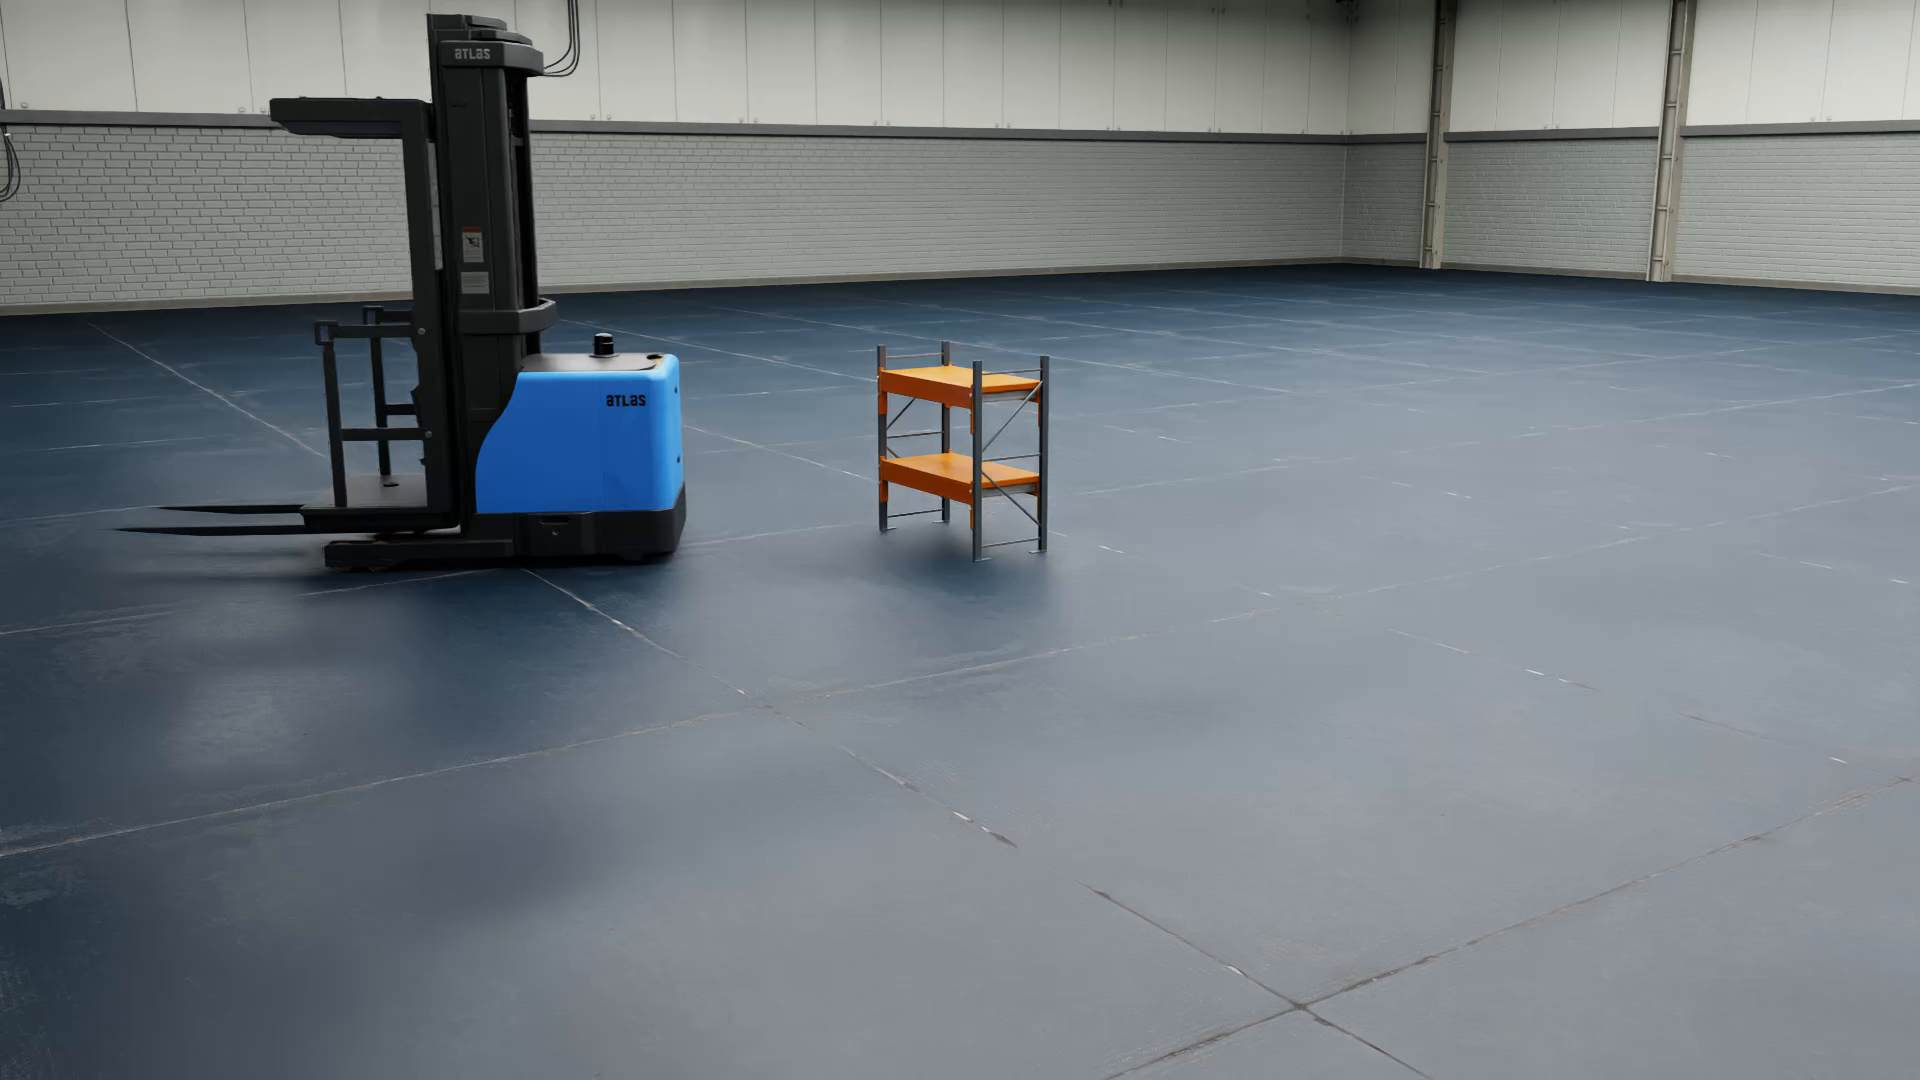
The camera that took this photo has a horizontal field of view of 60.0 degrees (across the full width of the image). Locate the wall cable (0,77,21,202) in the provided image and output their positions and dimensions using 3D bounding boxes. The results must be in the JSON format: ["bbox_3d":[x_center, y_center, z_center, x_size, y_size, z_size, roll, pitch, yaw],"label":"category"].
[{"bbox_3d":[-15.702,-6.223,24.522,3.097,2.526,0.112,-8,15,-33],"label":"wall cable"}]

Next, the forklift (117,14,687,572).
[{"bbox_3d":[-3.135,-1.374,9.282,3.031,2.935,1.130,-1,12,-5],"label":"forklift"}]

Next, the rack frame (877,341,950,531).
[{"bbox_3d":[-0.278,-0.639,10.150,0.500,1.125,0.032,-8,15,-33],"label":"rack frame"}]

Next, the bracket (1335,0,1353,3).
[{"bbox_3d":[9.214,-12.999,39.816,0.235,0.232,0.430,-8,15,-33],"label":"bracket"}]

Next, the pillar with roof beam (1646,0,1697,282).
[{"bbox_3d":[10.793,-9.211,30.918,9.100,9.000,0.400,-8,15,-33],"label":"pillar with roof beam"}]

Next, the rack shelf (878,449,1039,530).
[{"bbox_3d":[0.004,-0.309,9.788,0.538,0.278,1.000,-8,15,-33],"label":"rack shelf"}]

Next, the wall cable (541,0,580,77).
[{"bbox_3d":[-7.790,-10.522,28.952,2.305,6.003,0.169,-8,15,-33],"label":"wall cable"}]

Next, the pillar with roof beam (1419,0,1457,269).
[{"bbox_3d":[7.469,-10.278,35.798,9.100,9.000,0.548,-8,15,-33],"label":"pillar with roof beam"}]

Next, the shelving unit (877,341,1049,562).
[{"bbox_3d":[0.004,-0.548,9.736,0.538,1.125,1.048,-8,15,-33],"label":"shelving unit"}]

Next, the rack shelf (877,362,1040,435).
[{"bbox_3d":[0.004,-0.834,9.674,0.538,0.278,1.000,-8,15,-33],"label":"rack shelf"}]

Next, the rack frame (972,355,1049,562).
[{"bbox_3d":[0.285,-0.458,9.323,0.500,1.125,0.032,-8,15,-33],"label":"rack frame"}]
